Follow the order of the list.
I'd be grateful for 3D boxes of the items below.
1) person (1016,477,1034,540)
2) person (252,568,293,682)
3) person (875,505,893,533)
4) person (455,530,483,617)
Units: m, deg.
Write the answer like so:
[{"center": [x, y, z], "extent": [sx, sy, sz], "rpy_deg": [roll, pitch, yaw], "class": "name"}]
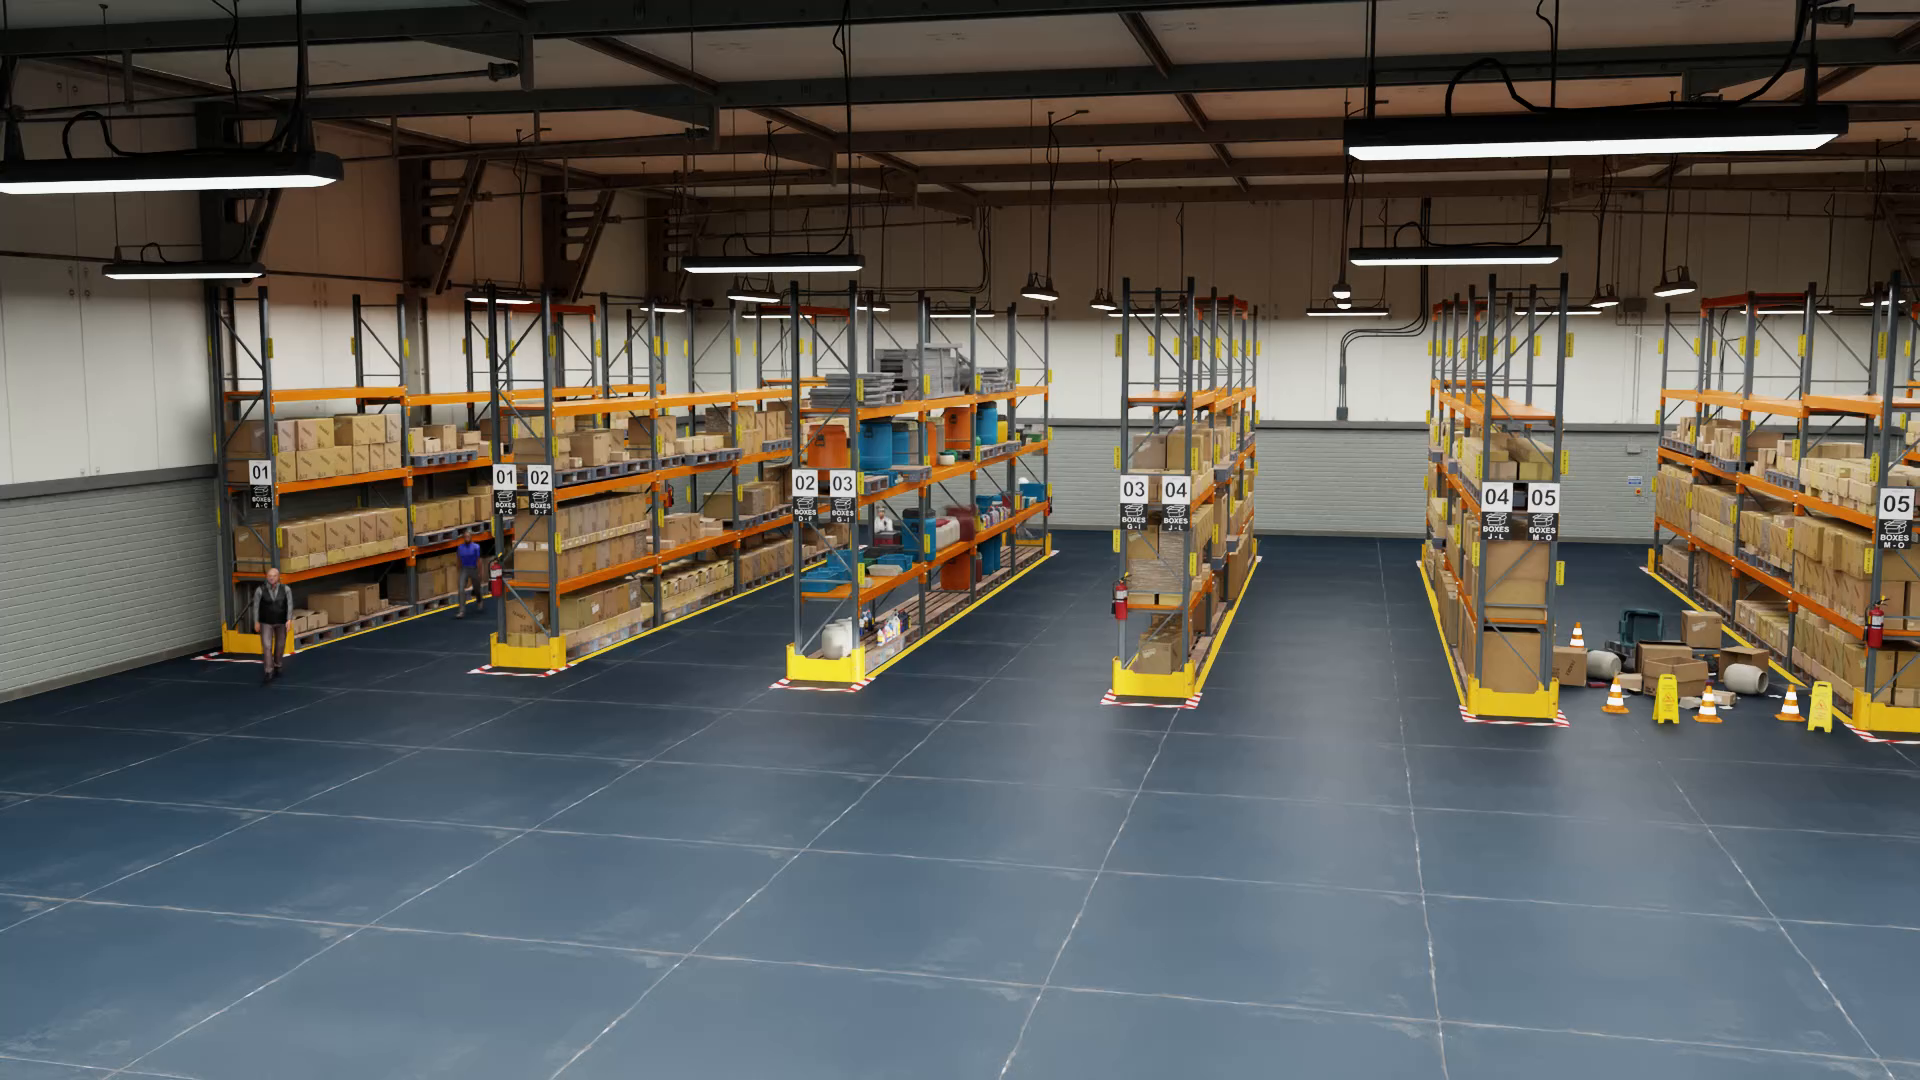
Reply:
[{"center": [1.599, -0.693, 41.768], "extent": [0.548, 1.765, 0.532], "rpy_deg": [0, 7, -4], "class": "person"}, {"center": [-10.384, 1.258, 25.192], "extent": [0.558, 1.664, 1.018], "rpy_deg": [-4, 8, -33], "class": "person"}, {"center": [-1.632, 0.027, 34.426], "extent": [0.561, 1.516, 1.048], "rpy_deg": [2, 7, 14], "class": "person"}, {"center": [-9.217, 0.612, 31.251], "extent": [0.479, 1.607, 0.928], "rpy_deg": [0, 7, -4], "class": "person"}]
